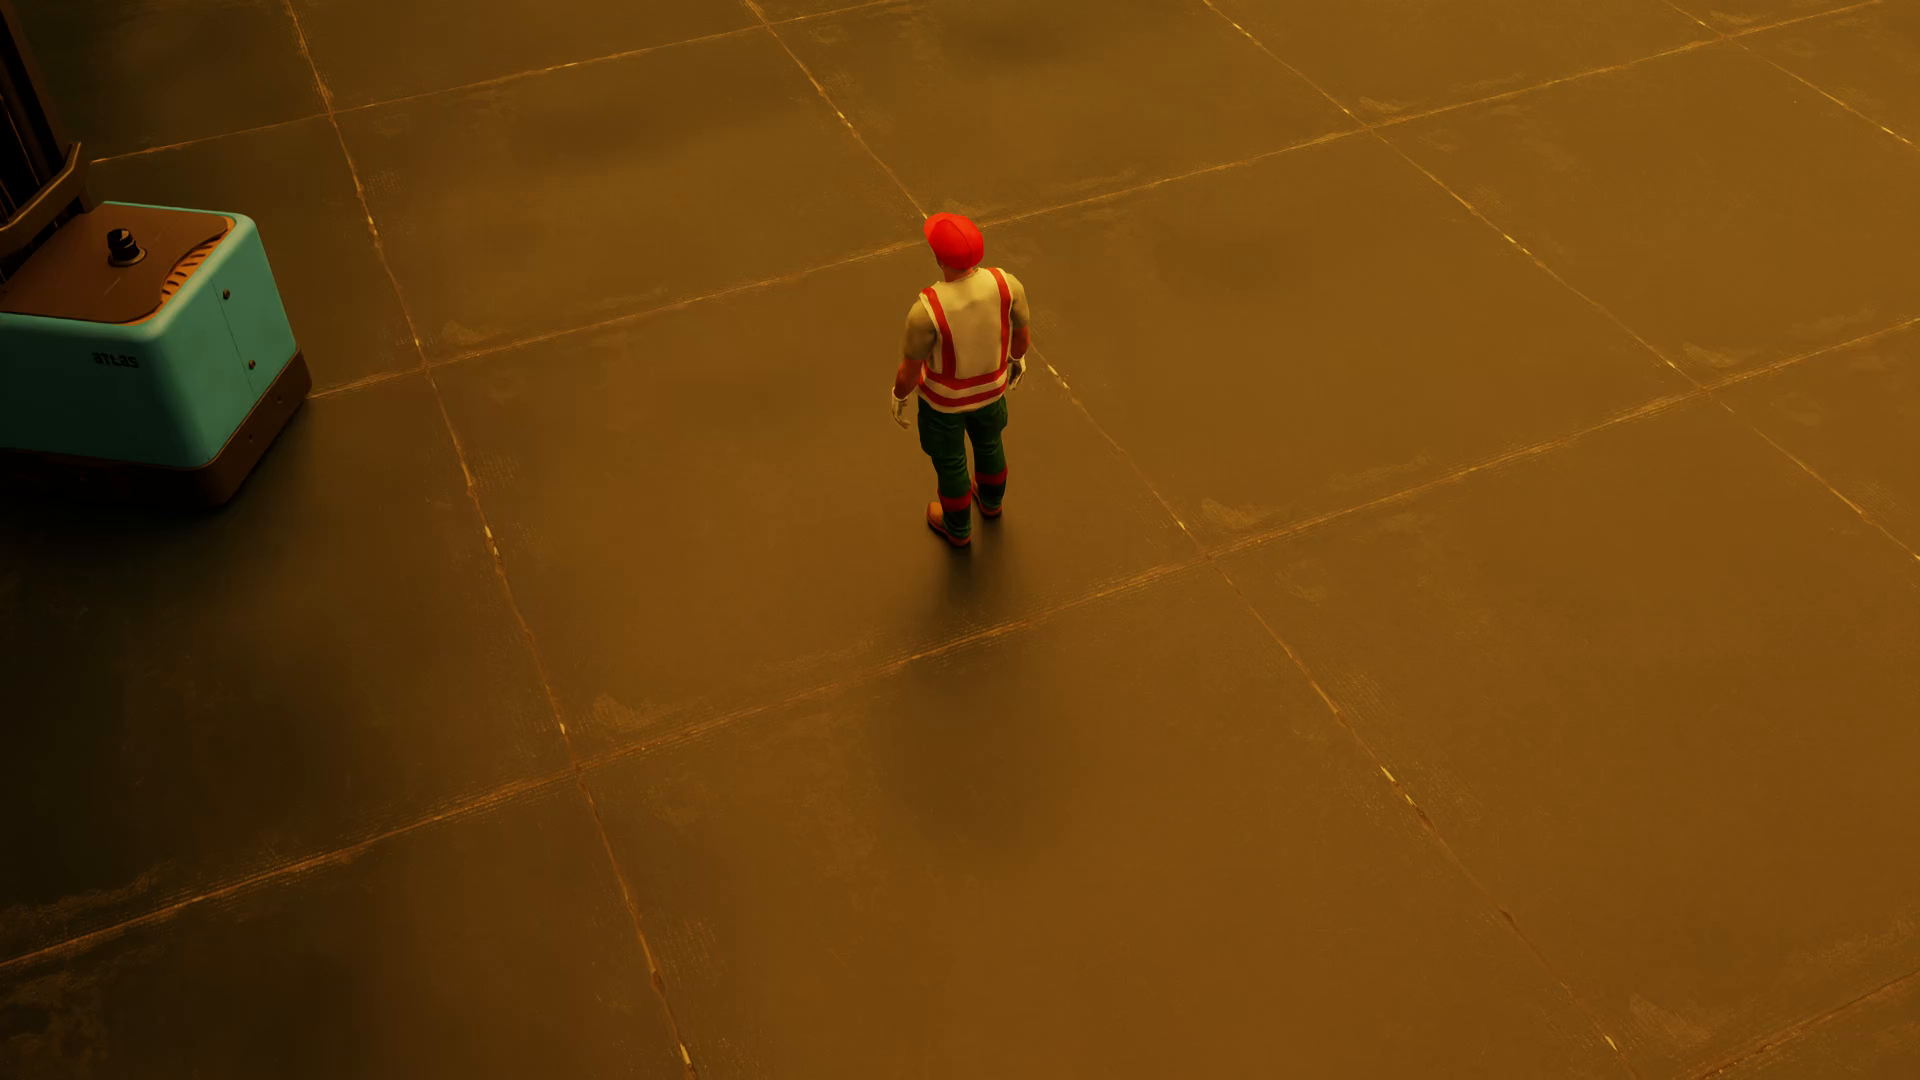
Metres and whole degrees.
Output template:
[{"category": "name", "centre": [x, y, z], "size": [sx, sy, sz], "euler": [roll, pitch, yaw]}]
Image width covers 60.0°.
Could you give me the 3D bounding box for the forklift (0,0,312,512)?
[{"category": "forklift", "centre": [-4.904, -1.682, 7.482], "size": [3.031, 2.935, 1.130], "euler": [7, 43, 7]}]

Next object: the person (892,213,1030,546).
[{"category": "person", "centre": [-0.023, -0.713, 7.270], "size": [0.637, 1.790, 0.562], "euler": [-18, 46, -18]}]
